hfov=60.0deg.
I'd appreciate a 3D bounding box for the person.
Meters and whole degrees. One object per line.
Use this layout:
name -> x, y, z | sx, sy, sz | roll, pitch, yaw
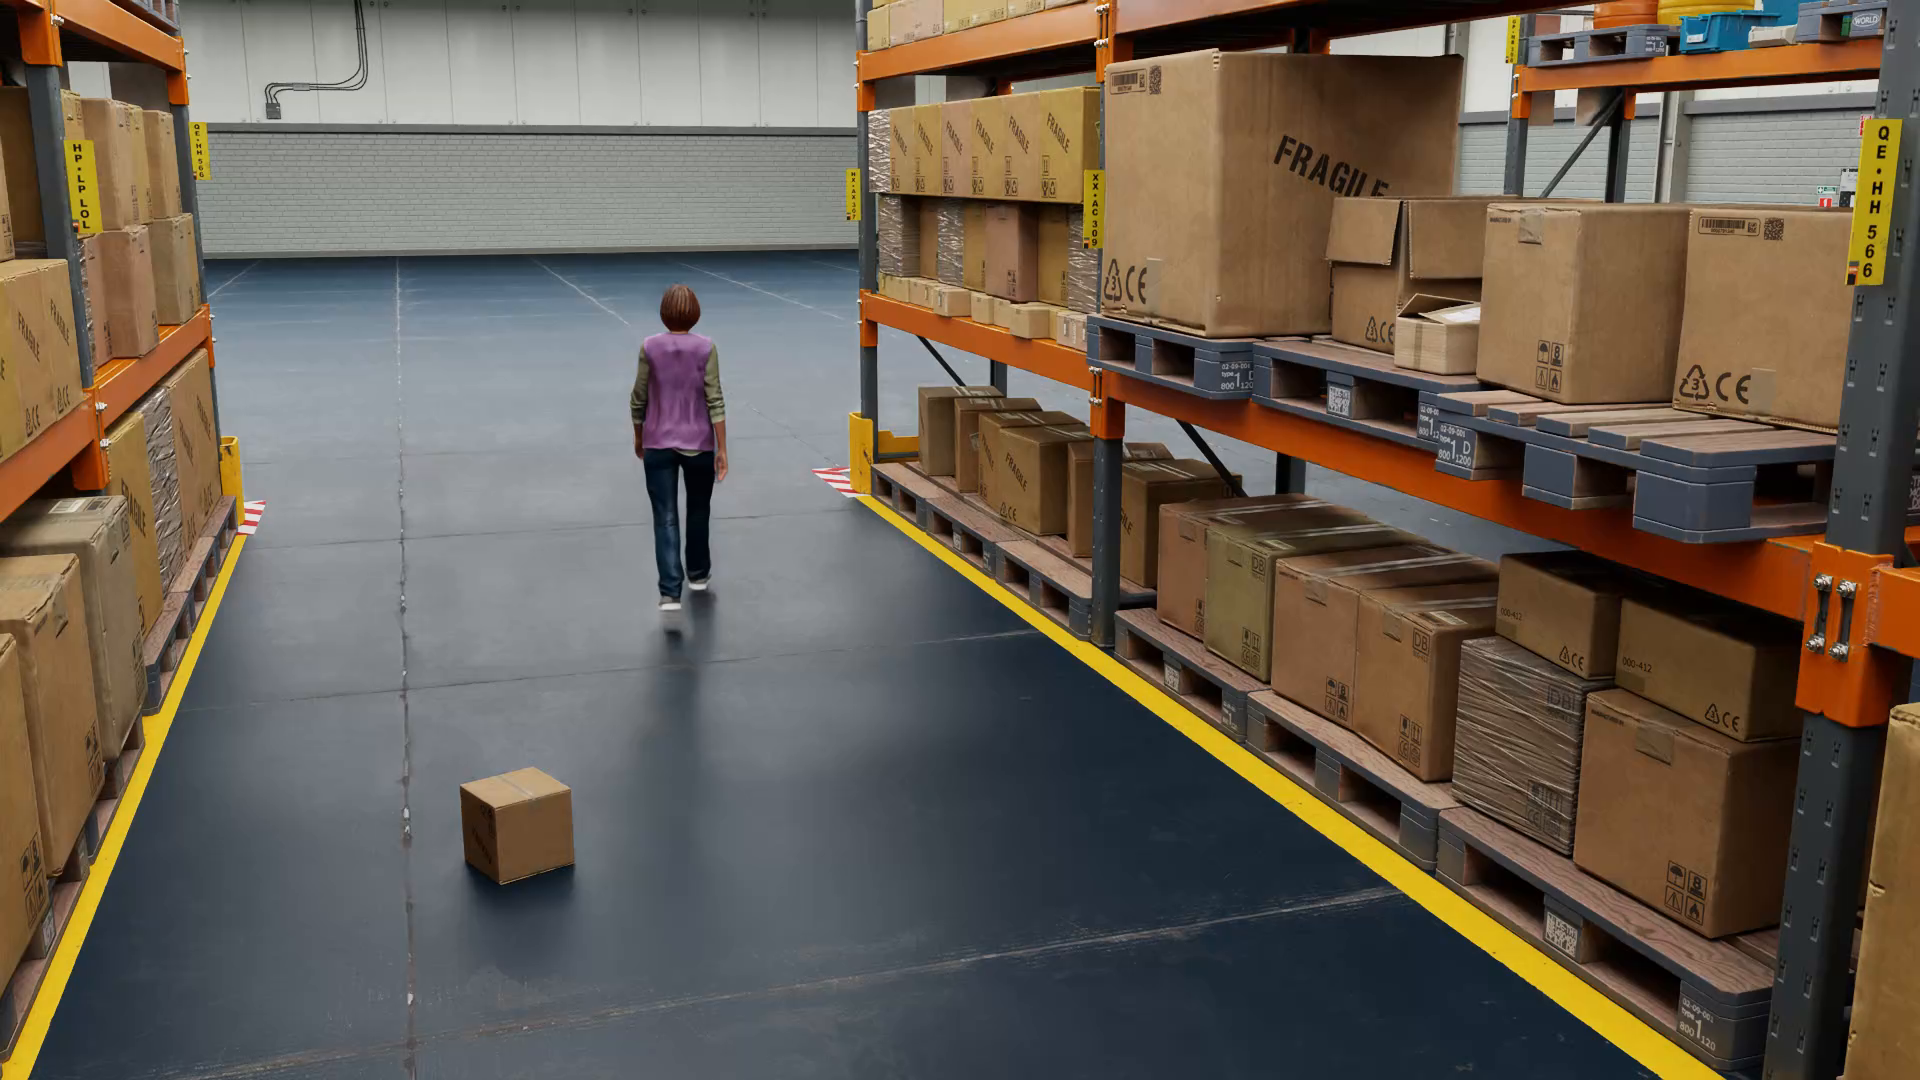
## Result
person -> -1.352, -0.457, 7.999 | 0.449, 1.545, 0.922 | -2, 13, -10
